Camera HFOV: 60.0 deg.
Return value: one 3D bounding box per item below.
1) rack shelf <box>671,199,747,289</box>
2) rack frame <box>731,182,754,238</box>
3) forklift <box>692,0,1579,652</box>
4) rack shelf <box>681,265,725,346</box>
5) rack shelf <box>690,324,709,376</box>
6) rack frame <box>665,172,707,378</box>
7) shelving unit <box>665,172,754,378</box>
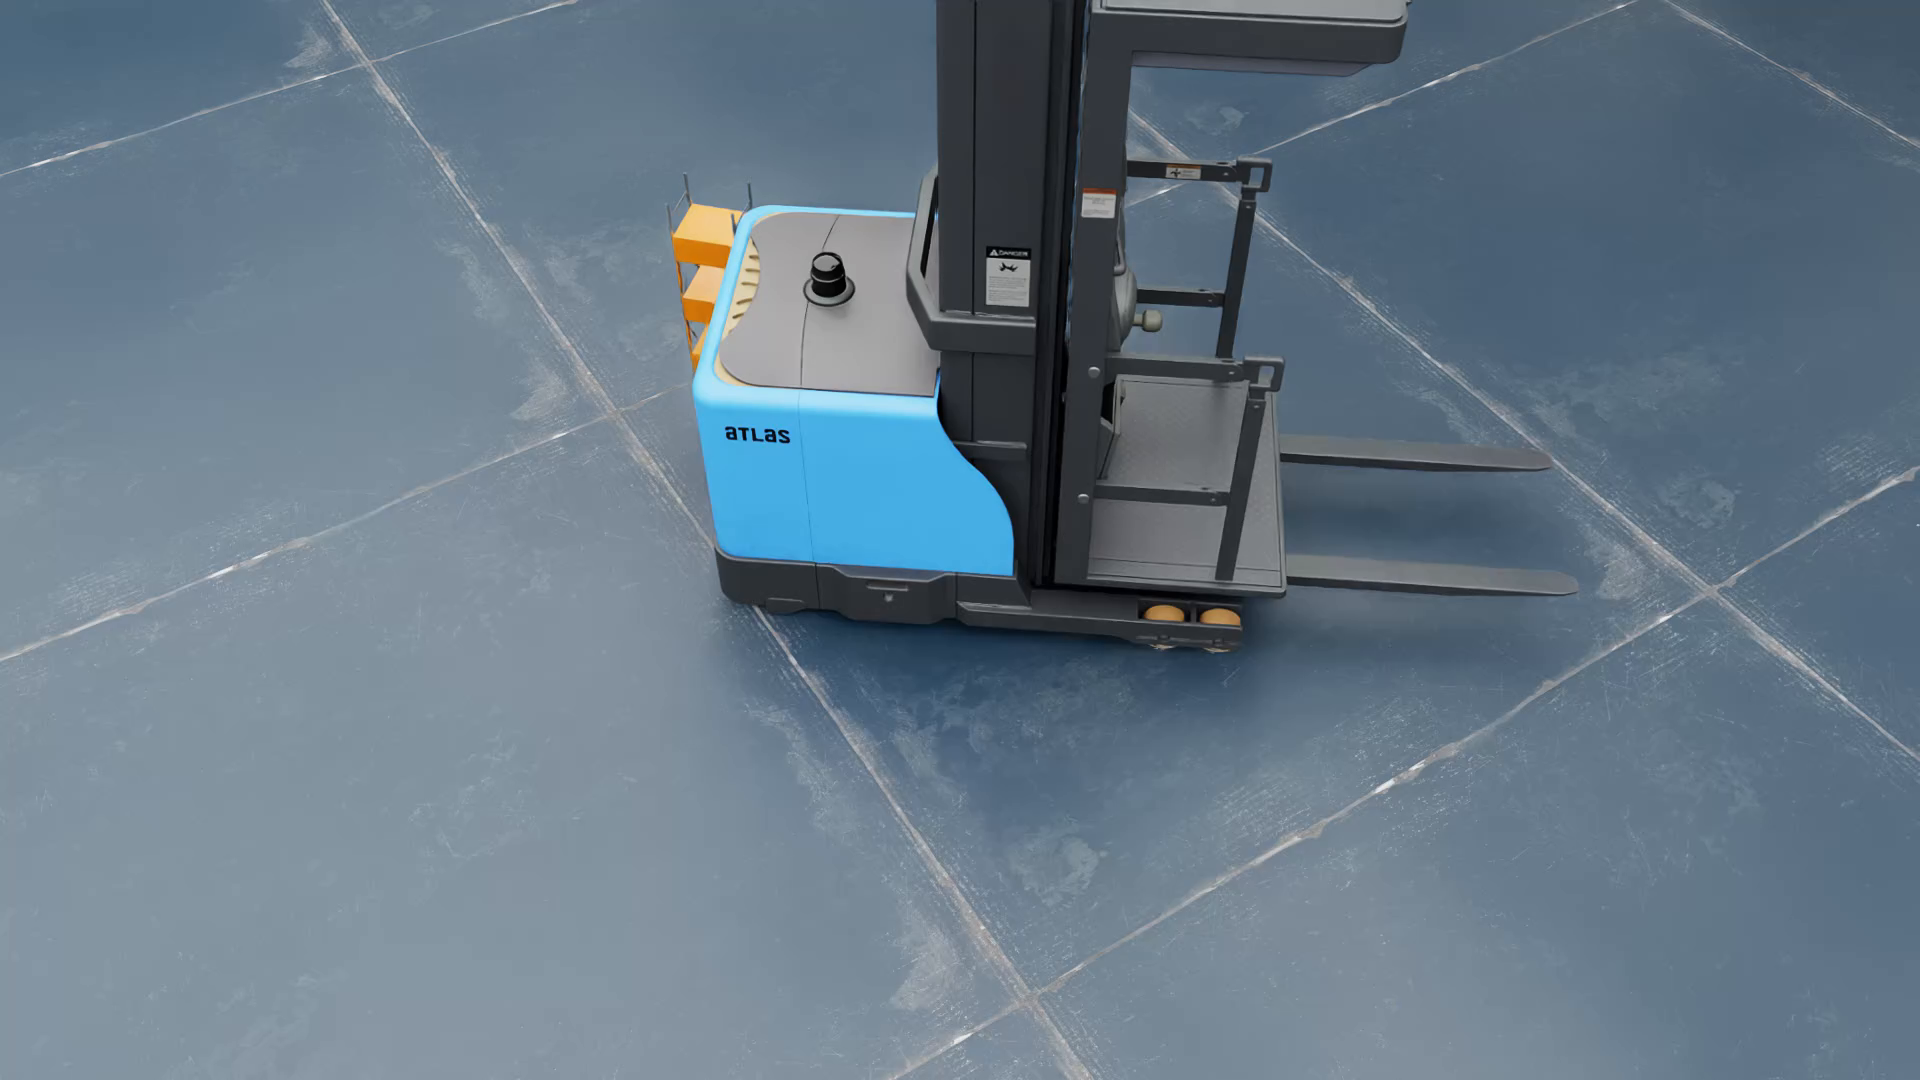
[{"bbox_3d":[-0.901,-1.074,6.137,0.240,0.259,0.215,10,49,9],"label":"rack shelf"},{"bbox_3d":[-0.782,-0.870,6.322,0.008,1.050,0.200,10,49,9],"label":"rack frame"},{"bbox_3d":[0.678,-0.995,5.173,3.031,2.935,1.130,4,48,3],"label":"forklift"},{"bbox_3d":[-0.900,-0.885,6.349,0.240,0.259,0.215,10,49,9],"label":"rack shelf"},{"bbox_3d":[-0.900,-0.700,6.557,0.240,0.259,0.215,10,49,9],"label":"rack shelf"},{"bbox_3d":[-1.019,-0.914,6.361,0.008,1.050,0.200,10,49,9],"label":"rack frame"},{"bbox_3d":[-0.900,-0.892,6.341,0.252,1.050,0.215,10,49,9],"label":"shelving unit"}]
